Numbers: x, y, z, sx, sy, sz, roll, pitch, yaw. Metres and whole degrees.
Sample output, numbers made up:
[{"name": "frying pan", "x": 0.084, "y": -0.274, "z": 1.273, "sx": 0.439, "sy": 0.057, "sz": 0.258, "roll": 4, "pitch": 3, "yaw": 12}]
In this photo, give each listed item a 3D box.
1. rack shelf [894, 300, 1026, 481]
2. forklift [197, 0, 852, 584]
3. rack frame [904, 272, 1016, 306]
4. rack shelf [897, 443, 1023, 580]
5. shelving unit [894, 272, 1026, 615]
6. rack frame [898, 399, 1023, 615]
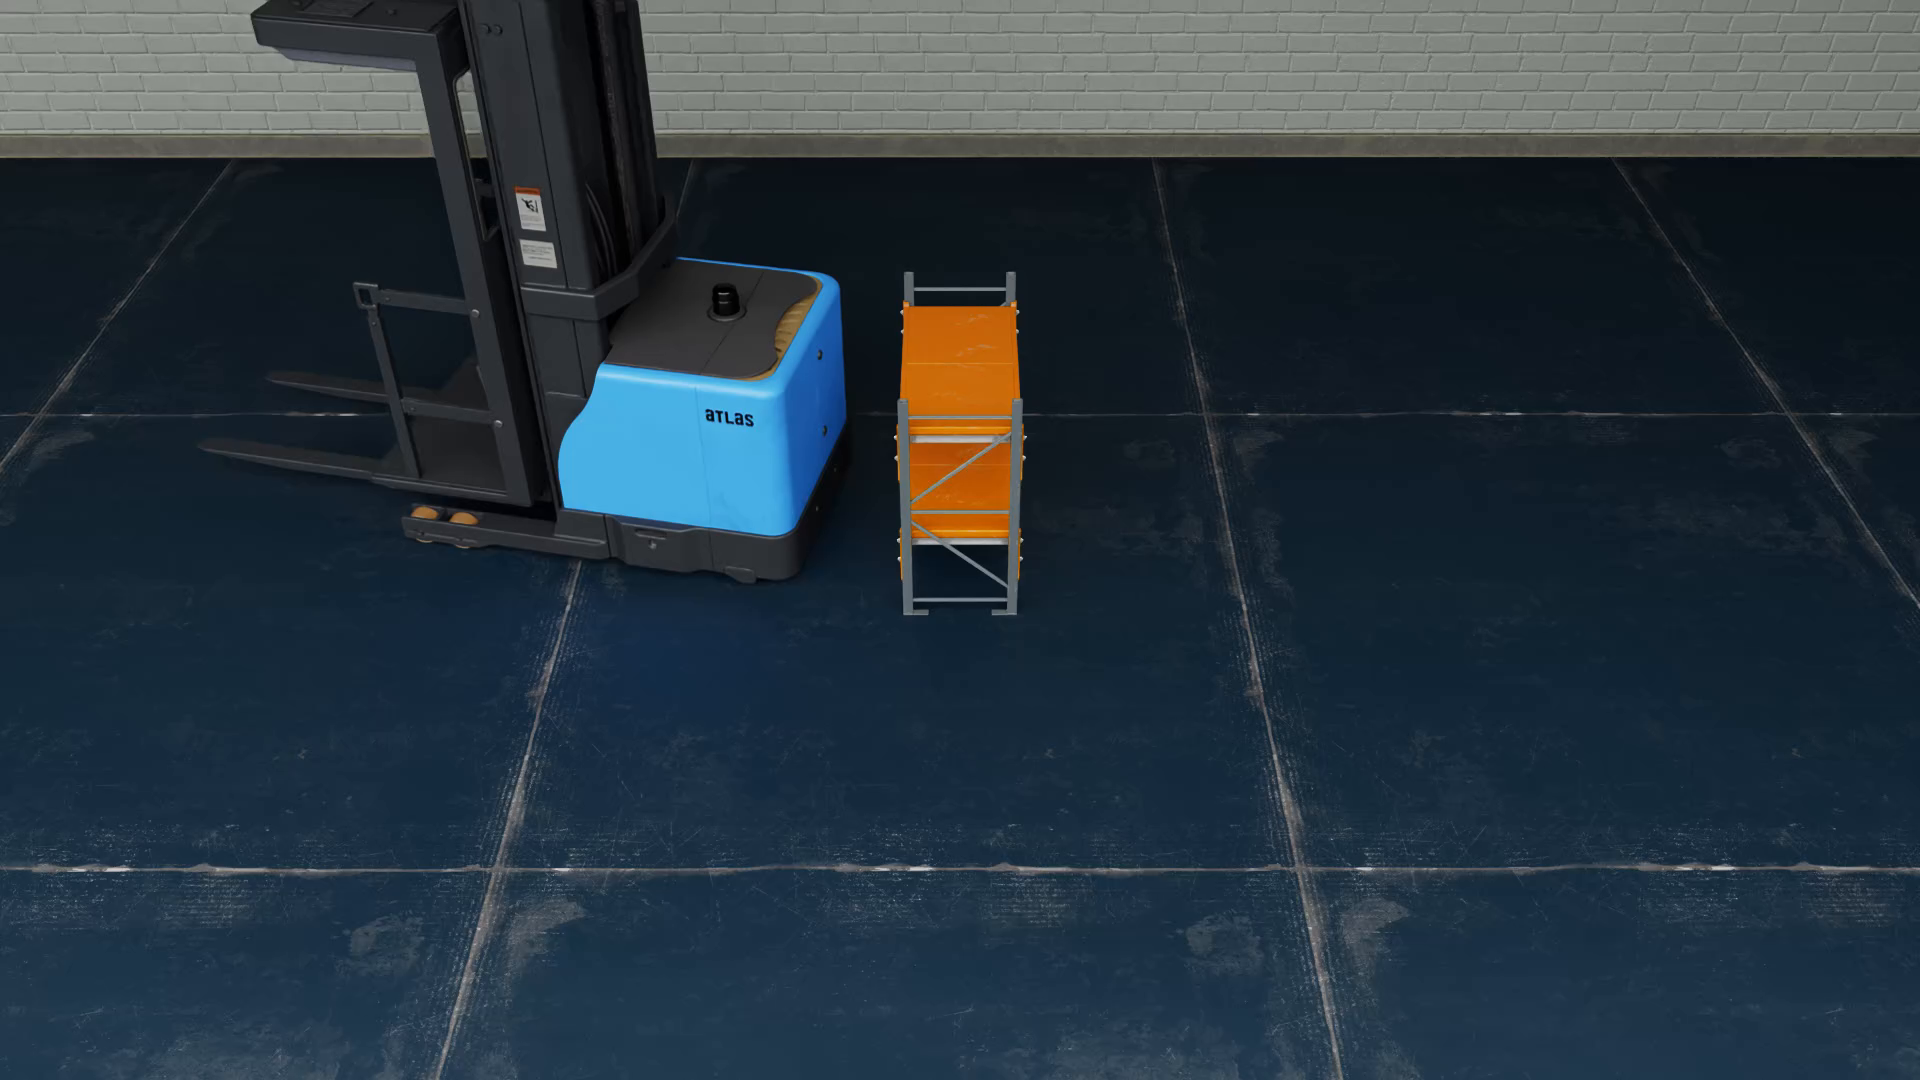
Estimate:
[{"name": "rack shelf", "x": 0.000, "y": -0.663, "z": 7.210, "sx": 0.538, "sy": 0.278, "sz": 1.000, "roll": 0, "pitch": 39, "yaw": 0}, {"name": "forklift", "x": -2.102, "y": -1.418, "z": 7.176, "sx": 3.031, "sy": 2.935, "sz": 1.130, "roll": 8, "pitch": 39, "yaw": 10}, {"name": "rack frame", "x": -0.001, "y": -0.753, "z": 7.790, "sx": 0.500, "sy": 1.125, "sz": 0.032, "roll": 0, "pitch": 39, "yaw": 0}, {"name": "rack shelf", "x": 0.000, "y": -0.244, "z": 7.546, "sx": 0.538, "sy": 0.278, "sz": 1.000, "roll": 0, "pitch": 39, "yaw": 0}, {"name": "shelving unit", "x": 0.000, "y": -0.435, "z": 7.393, "sx": 0.538, "sy": 1.125, "sz": 1.048, "roll": 0, "pitch": 39, "yaw": 0}, {"name": "rack frame", "x": 0.001, "y": -0.117, "z": 6.996, "sx": 0.500, "sy": 1.125, "sz": 0.032, "roll": 0, "pitch": 39, "yaw": 0}]
